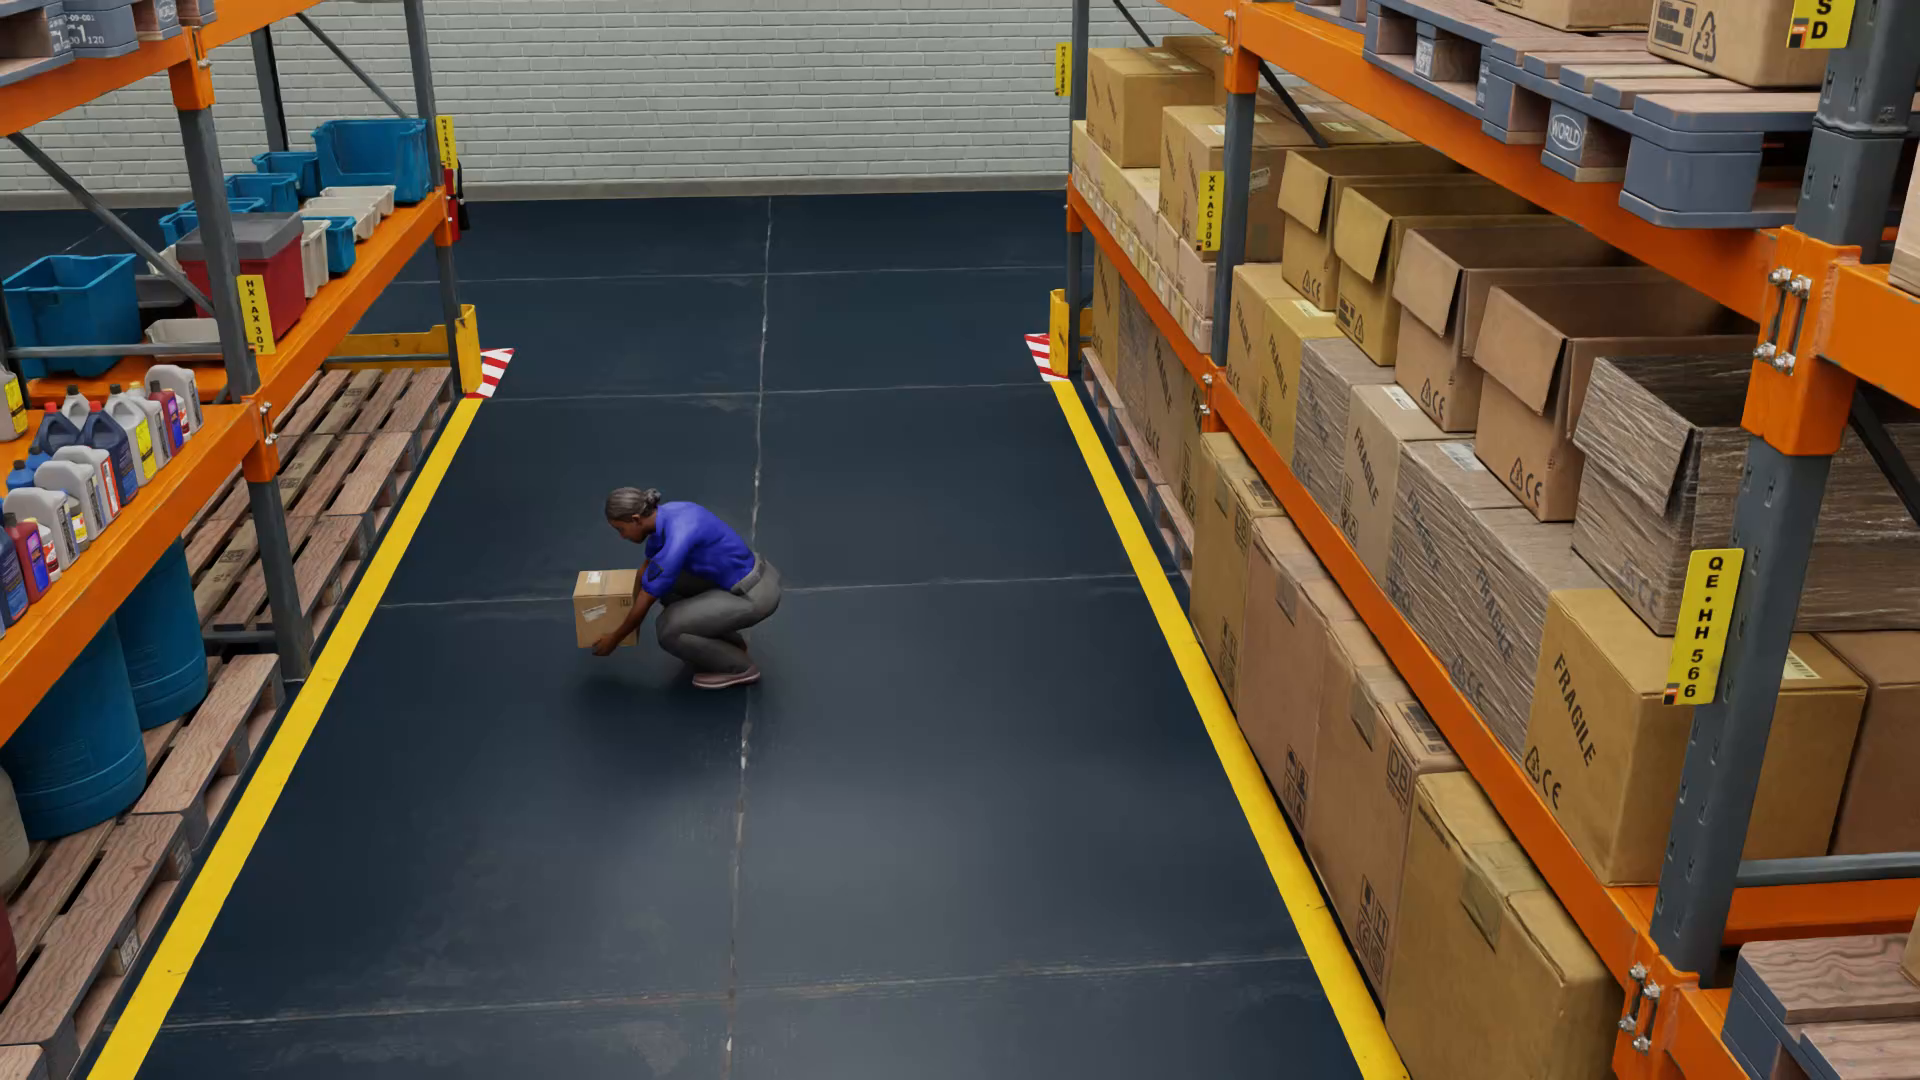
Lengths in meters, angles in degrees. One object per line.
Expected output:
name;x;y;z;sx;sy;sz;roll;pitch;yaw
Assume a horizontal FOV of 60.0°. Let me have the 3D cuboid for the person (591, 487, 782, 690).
person;-1.181;0.173;7.148;0.826;0.916;0.505;-2;24;-5
